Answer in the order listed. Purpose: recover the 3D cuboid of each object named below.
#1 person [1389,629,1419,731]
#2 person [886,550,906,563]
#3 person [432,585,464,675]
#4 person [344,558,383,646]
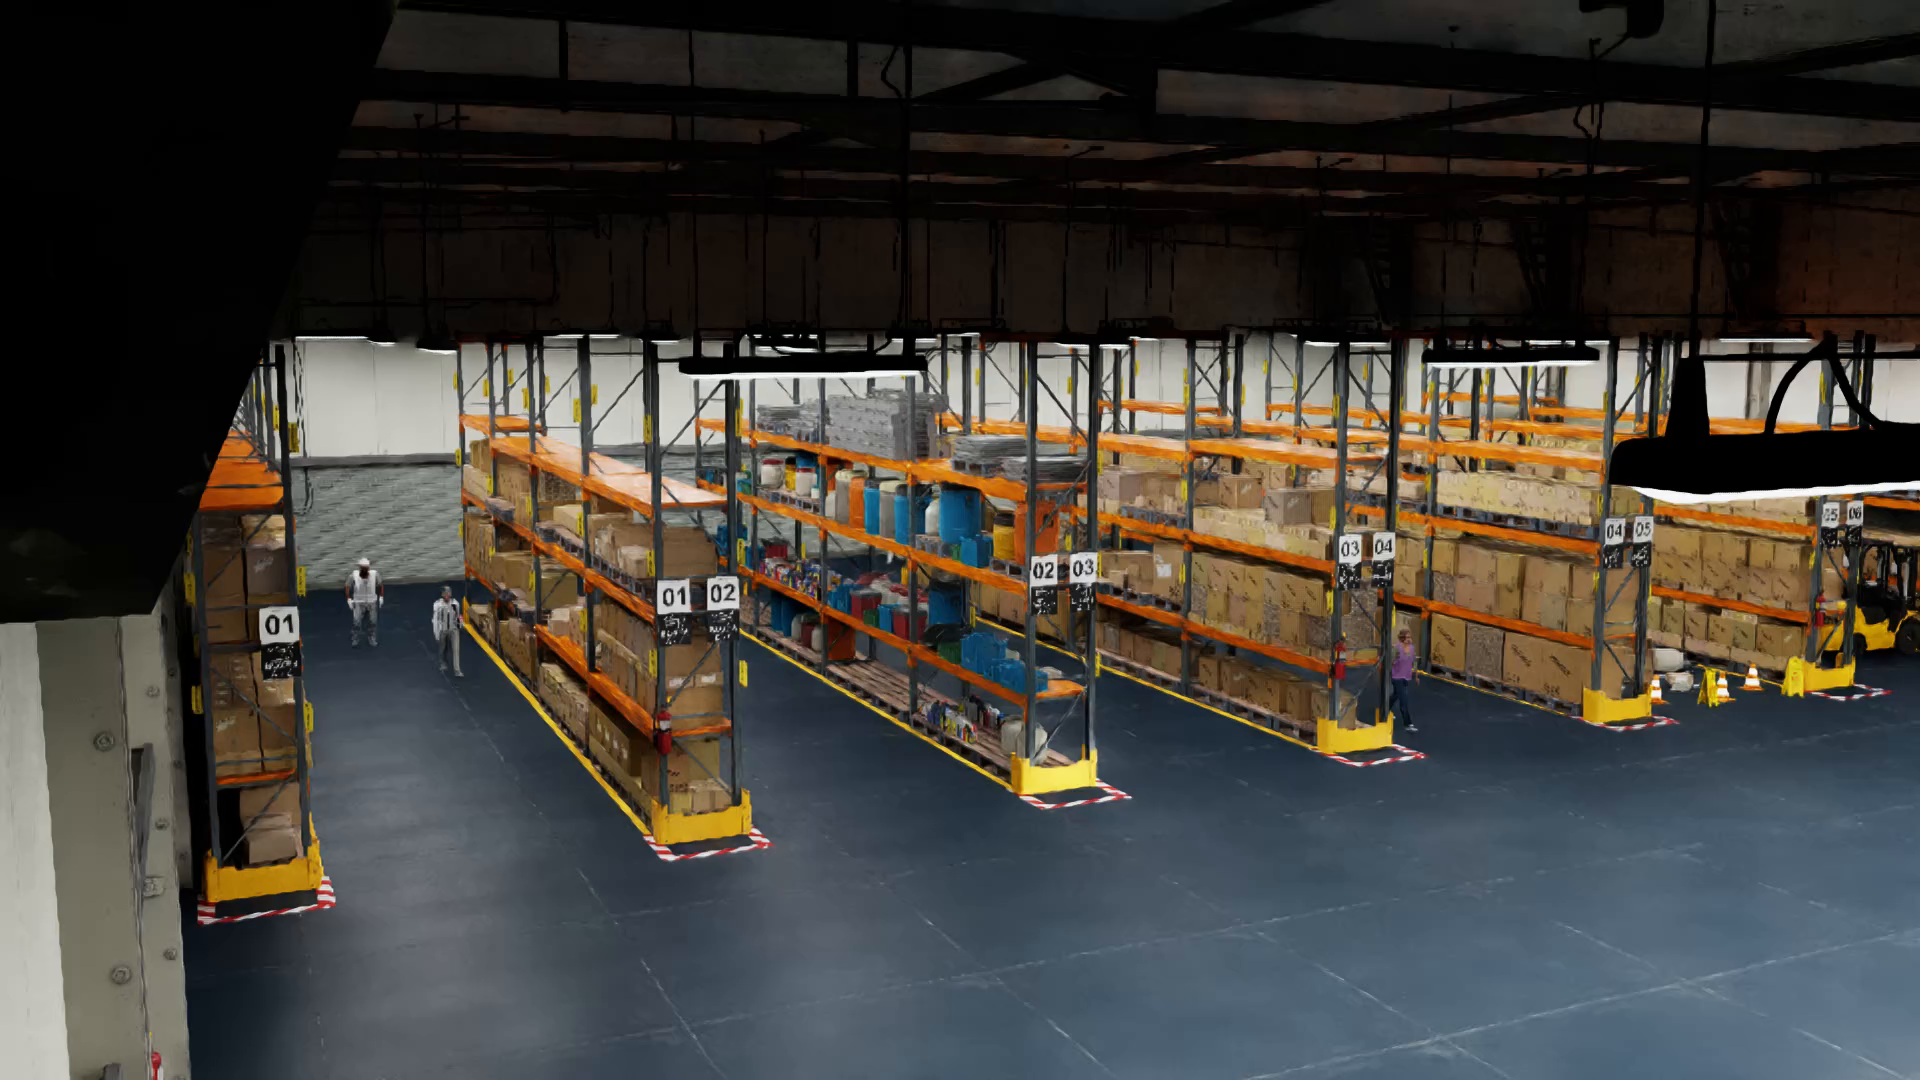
[{"bbox_3d":[6.824,2.111,25.656,0.432,1.539,0.948,-4,9,-26],"label":"person"},{"bbox_3d":[-1.666,-0.269,42.729,0.580,1.702,0.982,0,8,-3],"label":"person"},{"bbox_3d":[-9.063,1.577,29.391,0.495,1.577,1.086,-3,8,-22],"label":"person"},{"bbox_3d":[-11.420,1.187,31.902,0.702,1.734,0.549,-4,9,-26],"label":"person"}]
